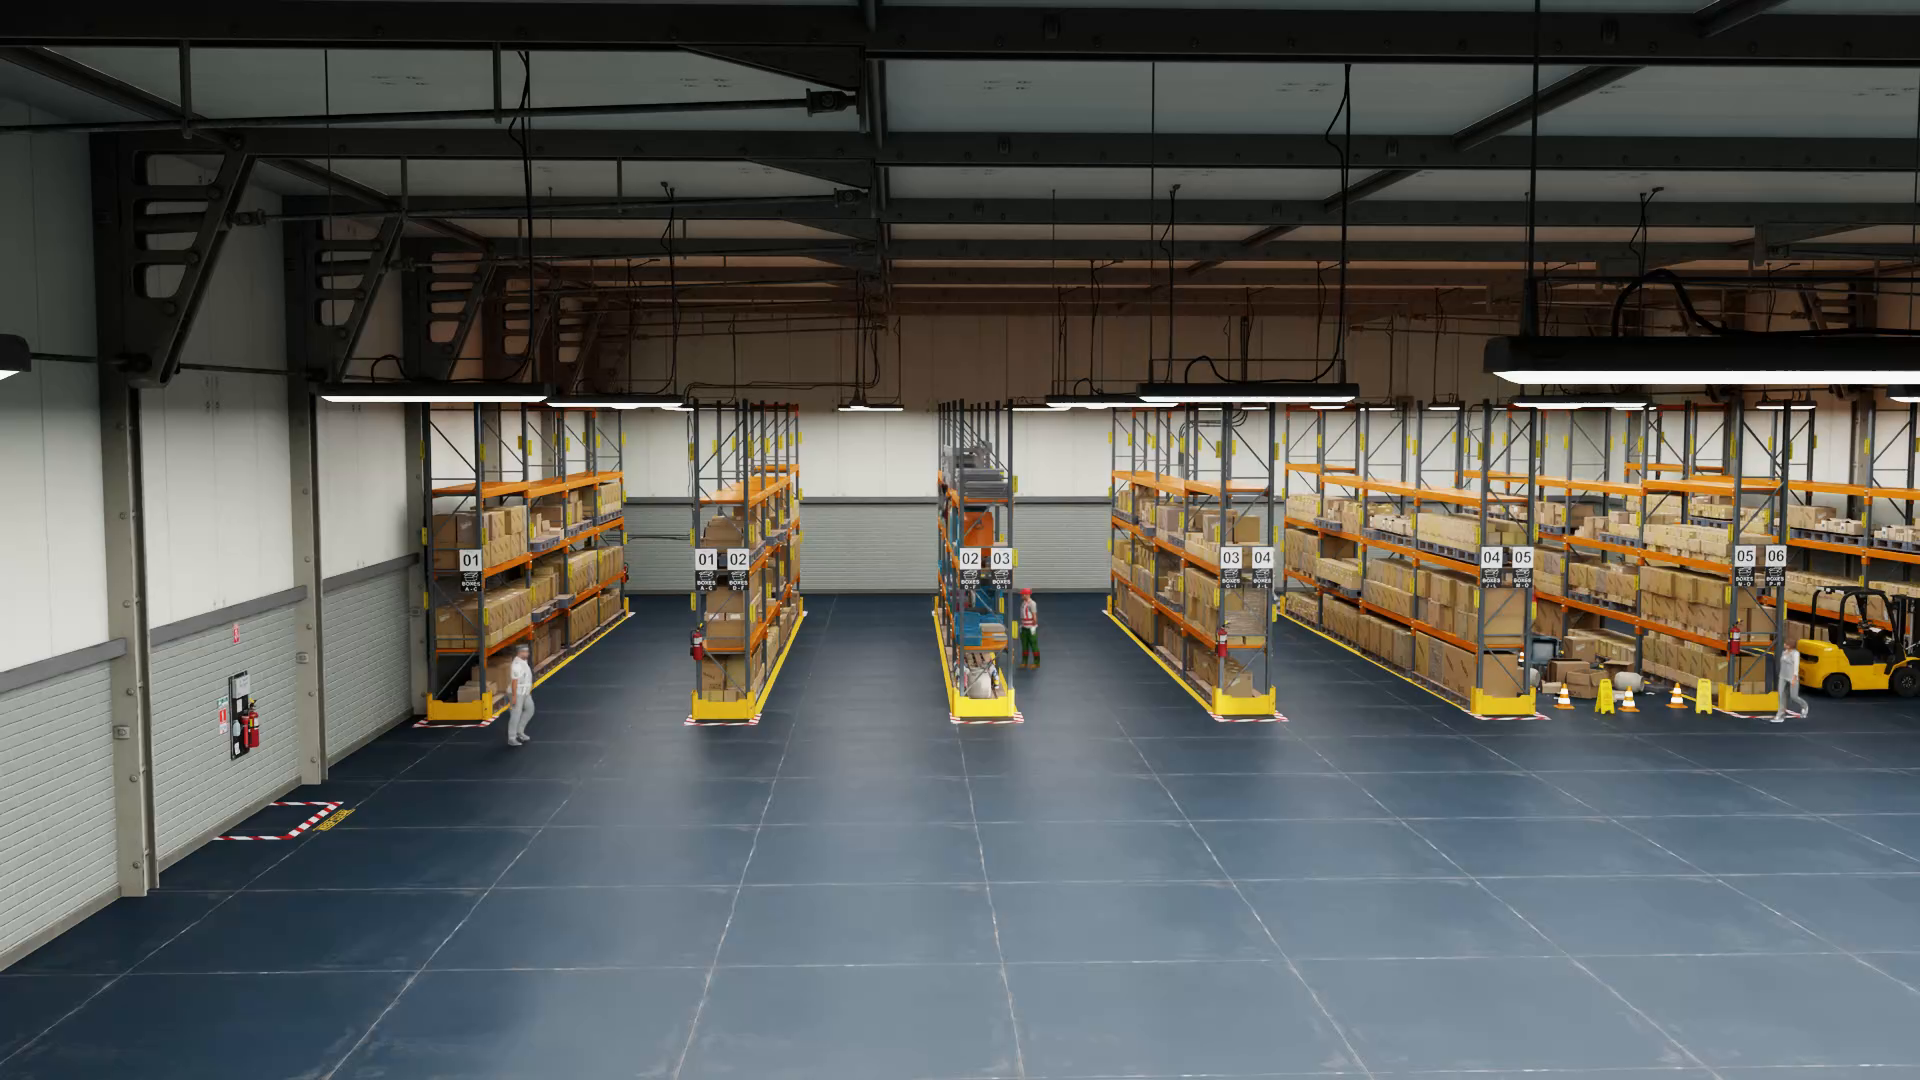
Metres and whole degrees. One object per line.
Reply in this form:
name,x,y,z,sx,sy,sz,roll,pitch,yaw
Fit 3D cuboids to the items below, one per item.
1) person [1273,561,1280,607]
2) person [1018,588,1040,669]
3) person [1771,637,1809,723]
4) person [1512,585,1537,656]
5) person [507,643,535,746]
person,8.955,1.144,48.863,0.976,1.740,0.703,0,4,-3
person,1.511,1.977,37.340,0.431,1.801,0.572,-2,5,-28
person,15.419,2.586,30.835,0.765,1.586,0.386,-2,5,-29
person,13.310,1.891,39.197,0.730,1.702,0.590,3,5,32
person,-7.629,2.658,28.823,0.410,1.746,0.642,0,4,1
